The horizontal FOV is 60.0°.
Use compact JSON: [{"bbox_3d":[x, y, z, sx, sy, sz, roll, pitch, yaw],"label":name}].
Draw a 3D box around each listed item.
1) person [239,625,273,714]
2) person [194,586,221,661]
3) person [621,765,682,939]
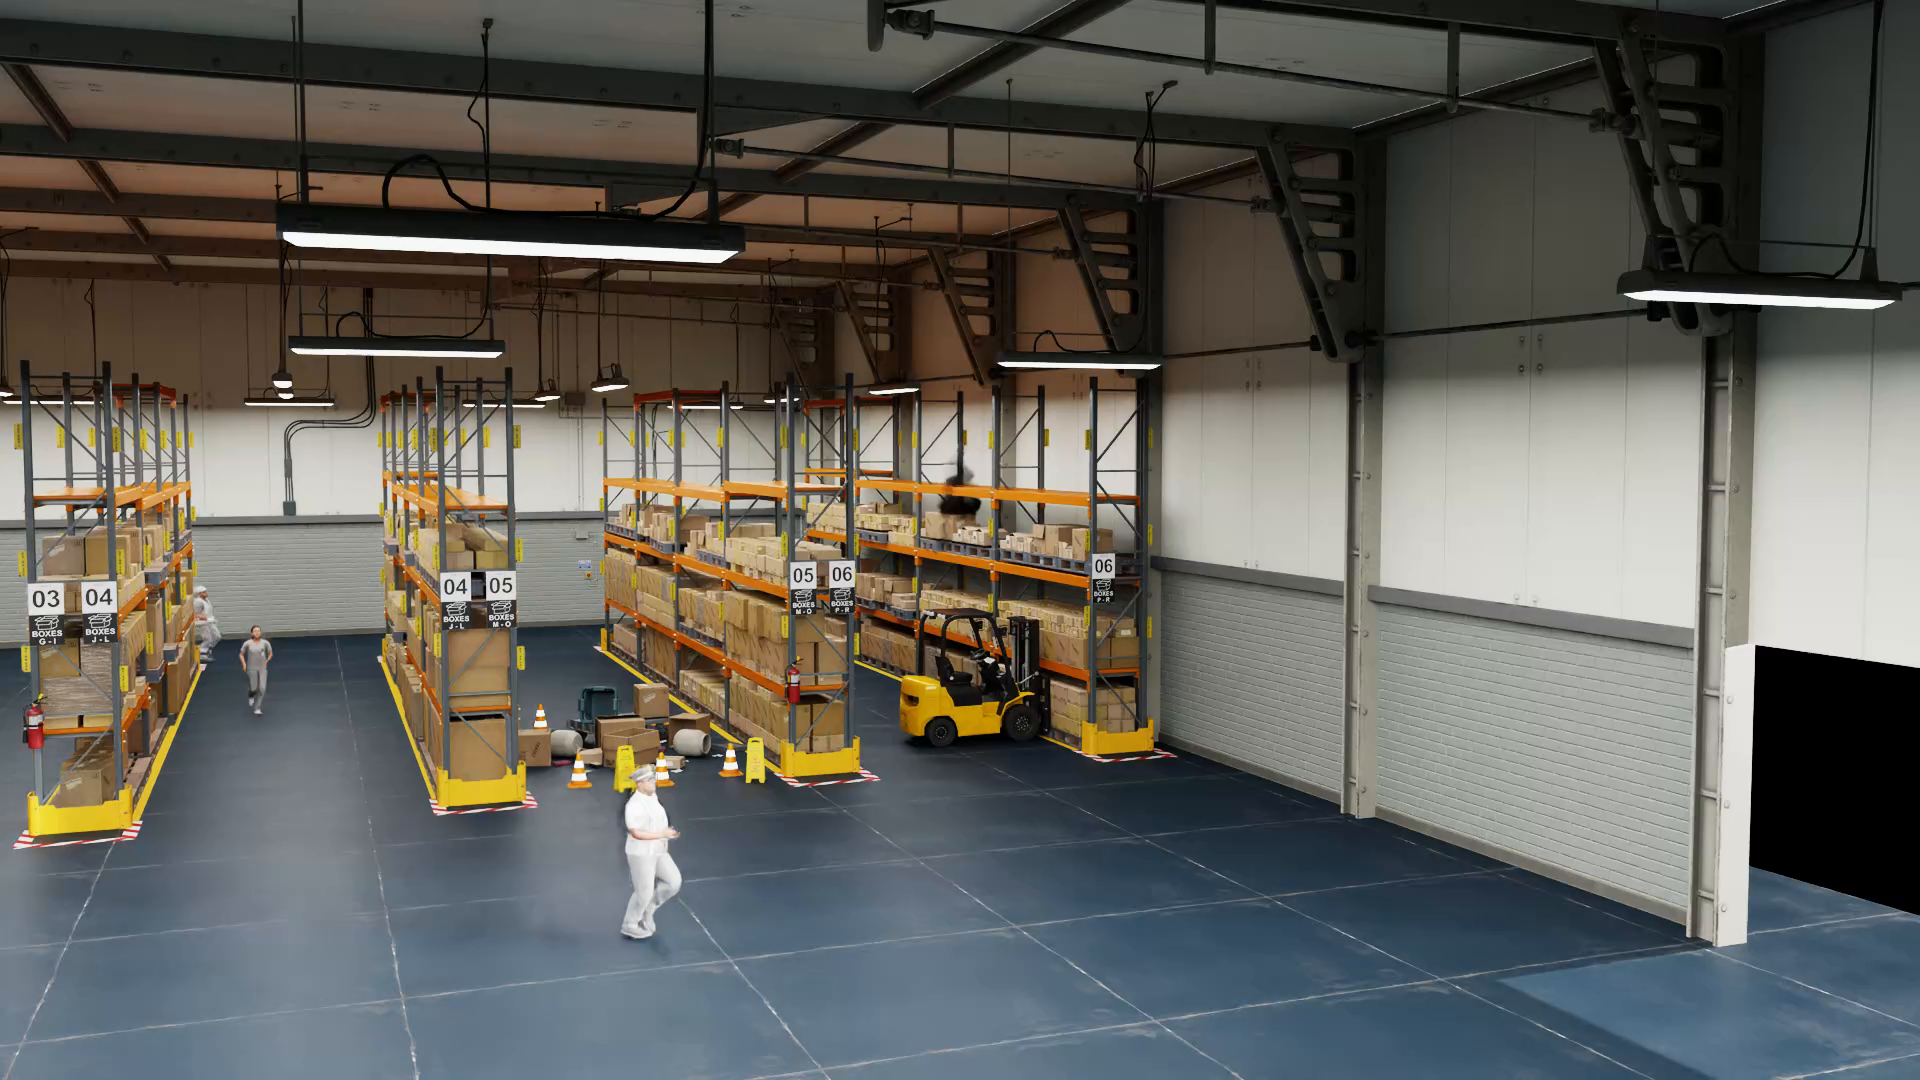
[{"bbox_3d":[-12.838,2.366,30.369,0.564,1.620,0.569,-2,4,-30],"label":"person"},{"bbox_3d":[-16.914,1.857,37.322,0.567,1.681,0.683,0,3,5],"label":"person"},{"bbox_3d":[-3.087,3.114,16.659,0.648,1.746,0.646,1,4,17],"label":"person"}]
